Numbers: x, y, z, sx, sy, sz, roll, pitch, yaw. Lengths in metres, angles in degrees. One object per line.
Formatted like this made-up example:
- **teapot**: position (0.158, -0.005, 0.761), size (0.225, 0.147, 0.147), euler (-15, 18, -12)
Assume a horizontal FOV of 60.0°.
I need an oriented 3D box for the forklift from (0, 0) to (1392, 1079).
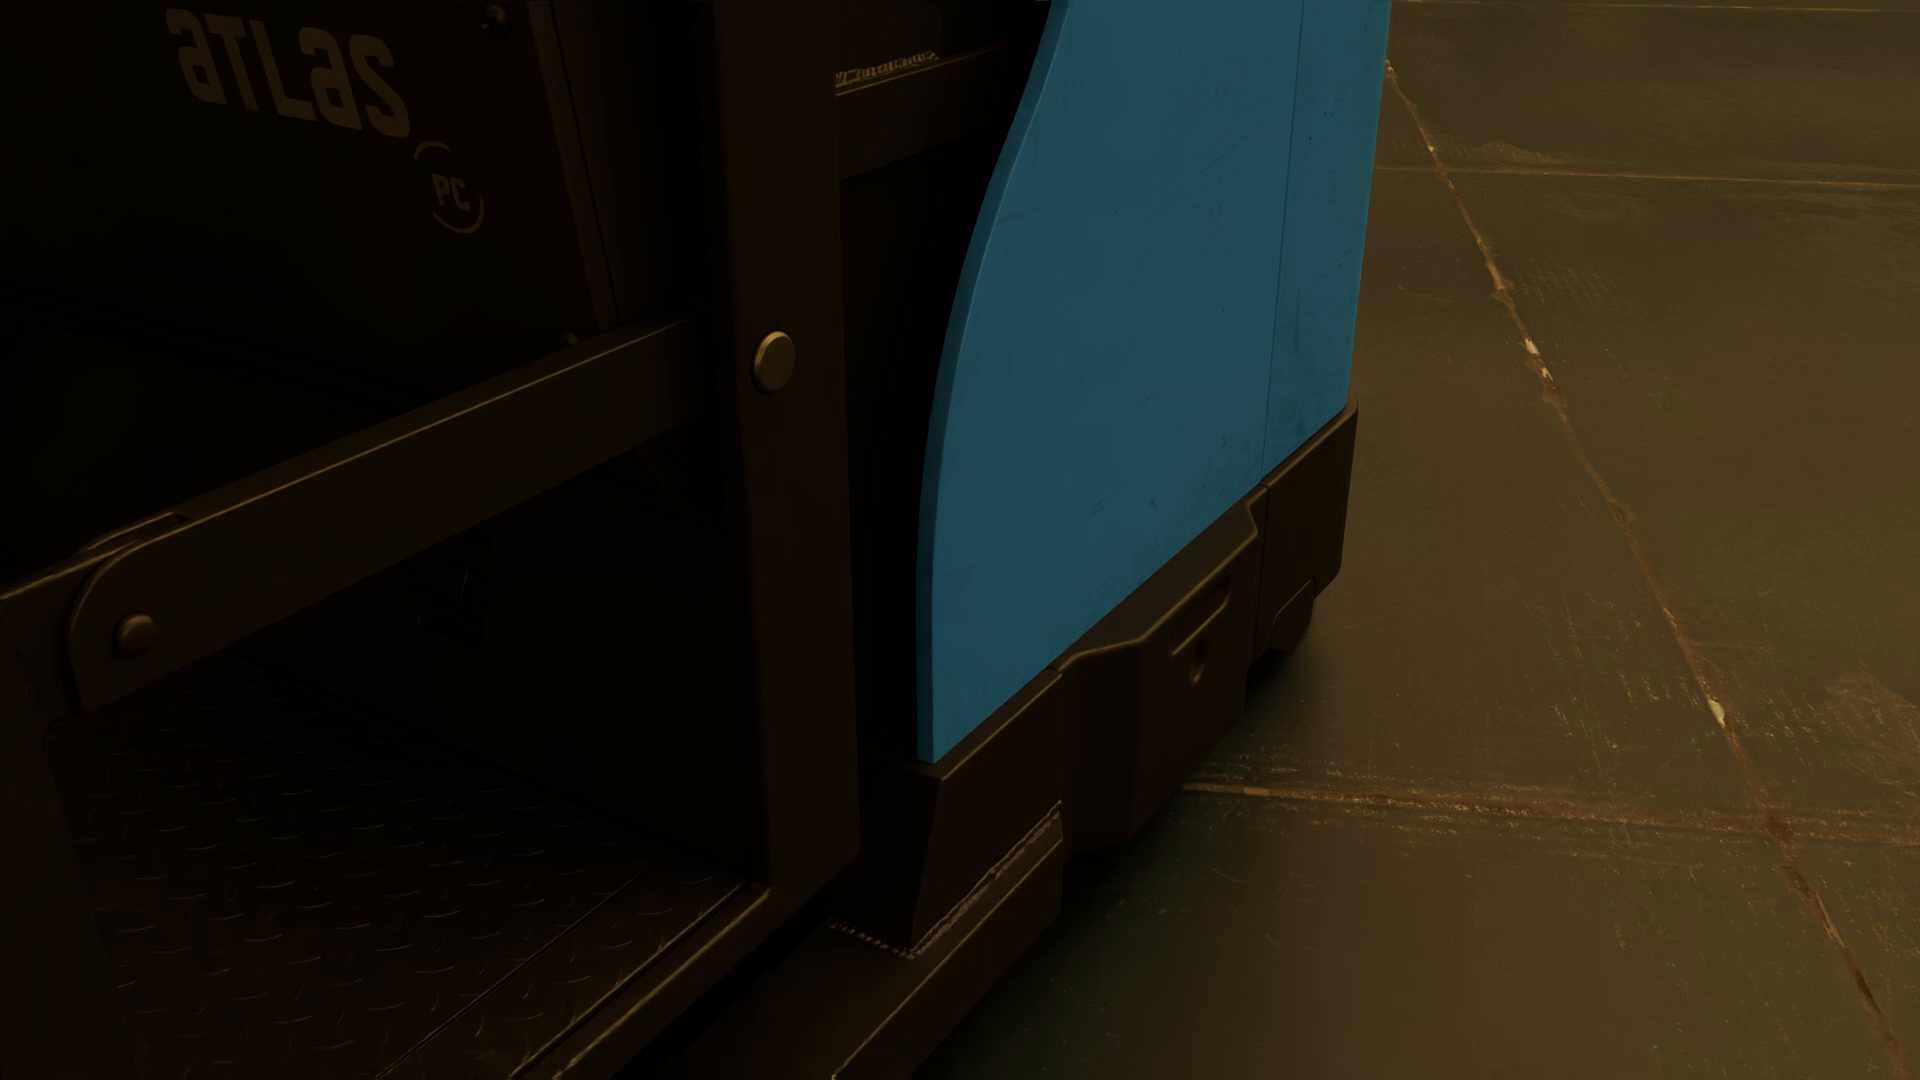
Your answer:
- **forklift**: position (-0.698, -0.794, 0.807), size (1.130, 2.935, 3.031), euler (16, 31, 29)
